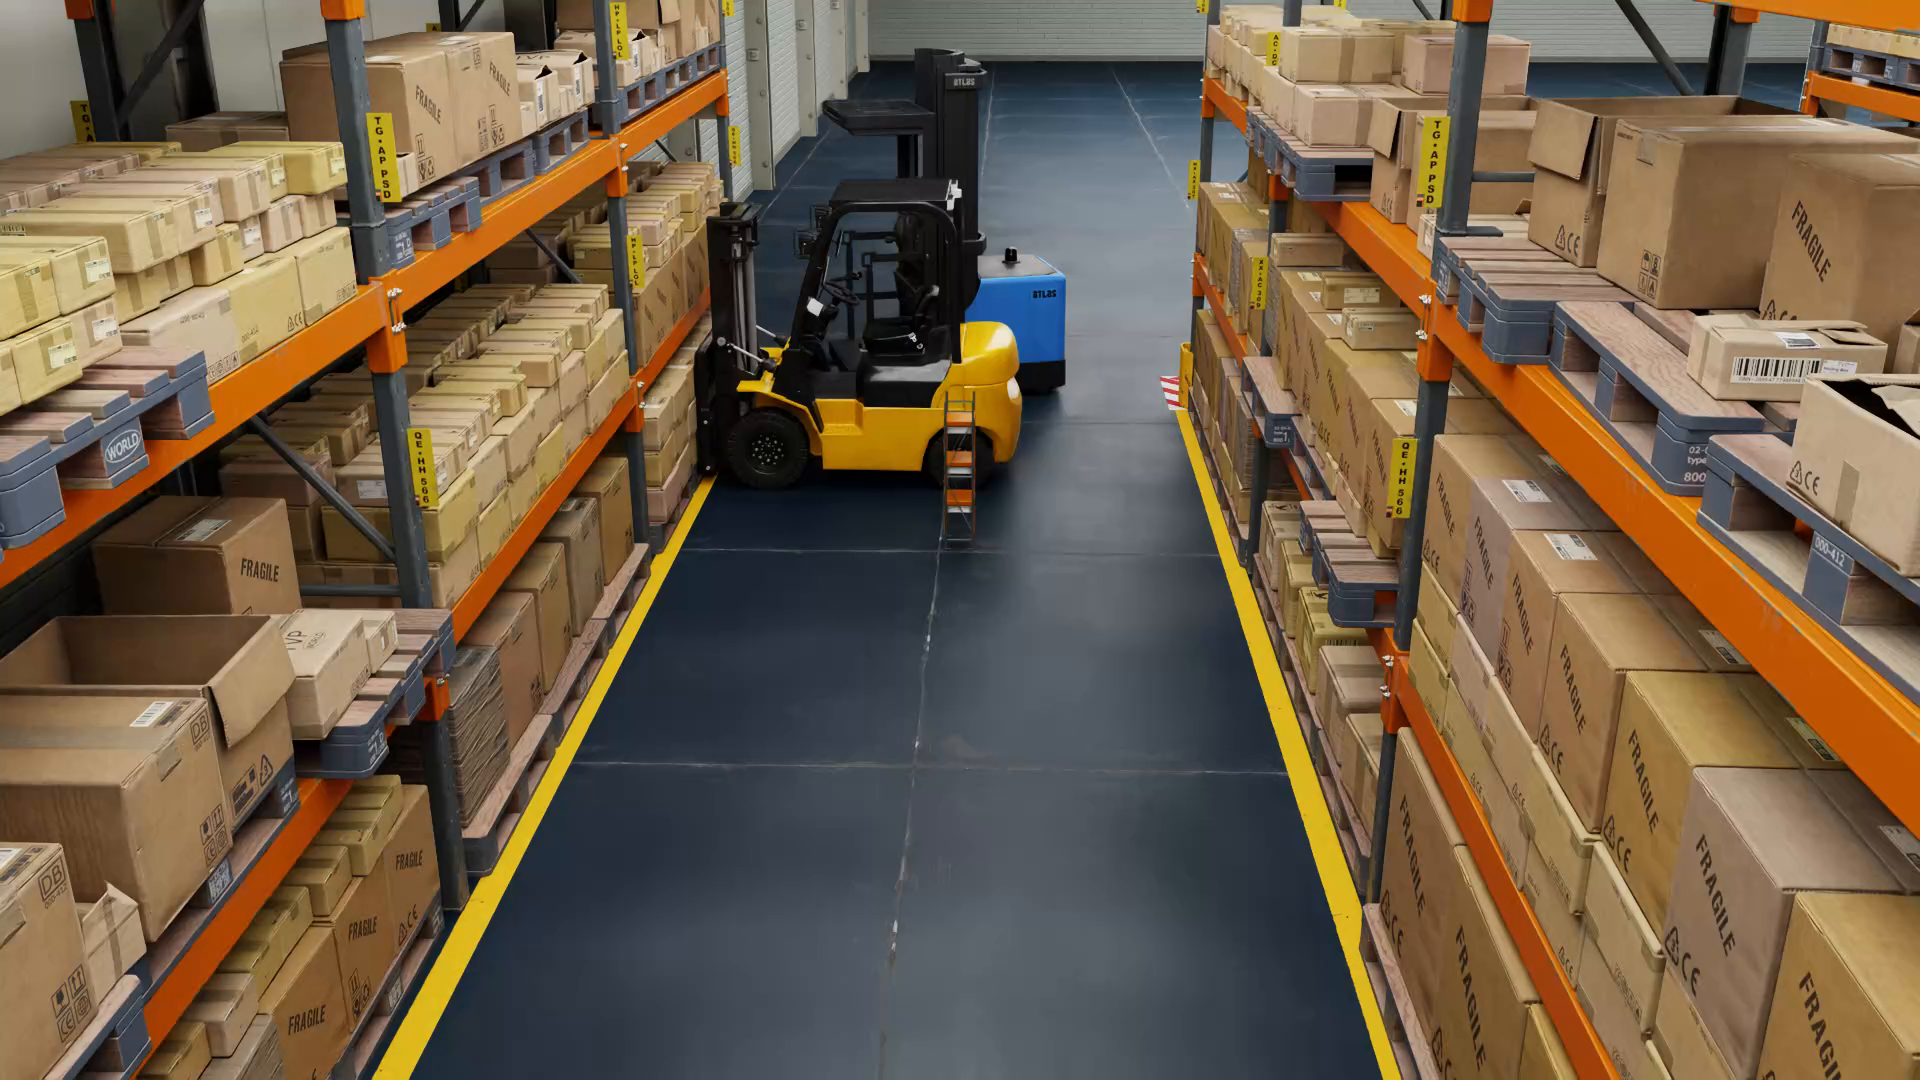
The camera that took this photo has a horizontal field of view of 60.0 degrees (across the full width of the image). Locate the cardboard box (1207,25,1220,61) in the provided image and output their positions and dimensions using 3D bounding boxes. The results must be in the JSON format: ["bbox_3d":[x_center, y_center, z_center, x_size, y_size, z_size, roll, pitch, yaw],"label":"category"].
[{"bbox_3d":[2.236,-3.915,13.122,0.500,0.250,0.500,0,21,1],"label":"cardboard box"}]

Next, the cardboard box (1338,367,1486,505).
[{"bbox_3d":[2.015,-0.470,7.463,0.500,0.500,0.500,0,21,1],"label":"cardboard box"}]

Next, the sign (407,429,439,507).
[{"bbox_3d":[-2.144,-0.288,6.633,0.100,0.325,0.005,1,21,2],"label":"sign"}]

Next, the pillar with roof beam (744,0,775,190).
[{"bbox_3d":[1.302,-9.526,23.641,9.100,9.000,0.400,1,21,2],"label":"pillar with roof beam"}]

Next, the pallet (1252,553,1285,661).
[{"bbox_3d":[2.374,0.401,10.203,1.003,0.211,1.213,1,21,2],"label":"pallet"}]

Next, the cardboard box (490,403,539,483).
[{"bbox_3d":[-2.379,-0.478,8.131,0.500,0.250,0.500,0,21,0],"label":"cardboard box"}]

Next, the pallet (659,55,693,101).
[{"bbox_3d":[-2.525,-3.340,11.965,1.003,0.211,1.213,1,21,2],"label":"pallet"}]

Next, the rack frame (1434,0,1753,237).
[{"bbox_3d":[2.274,-2.531,5.612,1.000,3.000,0.127,1,21,2],"label":"rack frame"}]

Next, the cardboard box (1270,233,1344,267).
[{"bbox_3d":[2.028,-1.698,9.731,0.380,0.149,0.250,1,21,1],"label":"cardboard box"}]

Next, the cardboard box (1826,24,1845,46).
[{"bbox_3d":[7.138,-4.012,13.204,0.380,0.149,0.250,1,21,2],"label":"cardboard box"}]

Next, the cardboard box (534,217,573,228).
[{"bbox_3d":[-2.869,-2.117,11.393,0.380,0.149,0.250,0,21,1],"label":"cardboard box"}]

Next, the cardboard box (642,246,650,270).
[{"bbox_3d":[-2.306,-1.883,11.201,0.380,0.149,0.250,1,21,2],"label":"cardboard box"}]

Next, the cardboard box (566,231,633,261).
[{"bbox_3d":[-2.359,-1.929,10.908,0.380,0.149,0.250,1,21,2],"label":"cardboard box"}]

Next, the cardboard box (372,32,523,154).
[{"bbox_3d":[-2.390,-2.102,7.796,0.500,0.500,0.500,1,21,3],"label":"cardboard box"}]

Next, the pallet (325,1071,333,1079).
[{"bbox_3d":[-2.787,2.222,5.510,1.003,0.211,1.213,1,21,2],"label":"pallet"}]

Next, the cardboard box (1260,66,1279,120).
[{"bbox_3d":[1.978,-2.498,9.300,0.500,0.250,0.500,0,21,0],"label":"cardboard box"}]

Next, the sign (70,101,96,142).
[{"bbox_3d":[-3.242,-1.473,6.207,0.100,0.325,0.005,1,21,2],"label":"sign"}]

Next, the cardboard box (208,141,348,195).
[{"bbox_3d":[-2.402,-1.313,5.864,0.380,0.149,0.250,1,21,3],"label":"cardboard box"}]

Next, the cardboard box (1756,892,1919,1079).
[{"bbox_3d":[1.915,1.035,3.194,0.500,0.500,0.500,1,21,3],"label":"cardboard box"}]

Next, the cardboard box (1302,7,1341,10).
[{"bbox_3d":[2.756,-4.061,12.948,0.380,0.149,0.250,1,21,3],"label":"cardboard box"}]

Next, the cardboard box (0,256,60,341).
[{"bbox_3d":[-2.391,-0.573,3.931,0.380,0.149,0.250,1,21,2],"label":"cardboard box"}]

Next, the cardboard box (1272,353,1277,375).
[{"bbox_3d":[2.064,-1.063,9.888,0.380,0.149,0.250,1,21,2],"label":"cardboard box"}]

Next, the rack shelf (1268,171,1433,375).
[{"bbox_3d":[2.335,-1.520,8.148,1.077,0.370,4.000,1,21,2],"label":"rack shelf"}]

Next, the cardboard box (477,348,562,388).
[{"bbox_3d":[-2.294,-0.898,8.661,0.380,0.149,0.250,0,21,0],"label":"cardboard box"}]

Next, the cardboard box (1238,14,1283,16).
[{"bbox_3d":[2.248,-3.792,12.253,0.380,0.149,0.250,1,21,1],"label":"cardboard box"}]

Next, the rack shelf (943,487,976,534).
[{"bbox_3d":[-0.002,-0.201,11.394,0.215,0.259,0.240,1,21,2],"label":"rack shelf"}]

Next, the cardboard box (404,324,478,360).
[{"bbox_3d":[-2.880,-1.089,9.154,0.380,0.149,0.250,1,21,2],"label":"cardboard box"}]

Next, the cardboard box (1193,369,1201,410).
[{"bbox_3d":[2.217,-1.252,13.829,0.500,0.250,0.500,0,21,1],"label":"cardboard box"}]

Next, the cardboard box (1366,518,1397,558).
[{"bbox_3d":[1.985,-0.032,7.231,0.380,0.149,0.250,1,21,2],"label":"cardboard box"}]

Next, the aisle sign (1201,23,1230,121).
[{"bbox_3d":[2.210,-3.864,13.748,0.394,0.787,0.004,1,21,2],"label":"aisle sign"}]

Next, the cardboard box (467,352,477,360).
[{"bbox_3d":[-2.889,-0.849,9.087,0.500,0.250,0.500,0,21,0],"label":"cardboard box"}]

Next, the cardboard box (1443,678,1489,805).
[{"bbox_3d":[2.010,0.696,5.796,0.500,0.250,0.500,0,21,0],"label":"cardboard box"}]

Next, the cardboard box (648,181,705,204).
[{"bbox_3d":[-2.180,-2.667,12.809,0.380,0.149,0.250,1,21,3],"label":"cardboard box"}]

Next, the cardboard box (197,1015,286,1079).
[{"bbox_3d":[-2.521,1.895,5.372,0.500,0.500,0.500,0,21,0],"label":"cardboard box"}]

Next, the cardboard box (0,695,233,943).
[{"bbox_3d":[-2.531,0.773,4.671,0.700,0.500,0.500,1,21,1],"label":"cardboard box"}]

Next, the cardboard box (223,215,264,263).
[{"bbox_3d":[-2.518,-0.983,5.424,0.380,0.149,0.250,1,21,3],"label":"cardboard box"}]

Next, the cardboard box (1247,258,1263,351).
[{"bbox_3d":[2.161,-1.529,10.774,0.500,0.500,0.500,0,21,0],"label":"cardboard box"}]

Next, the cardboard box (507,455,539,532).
[{"bbox_3d":[-2.400,-0.243,8.217,0.500,0.250,0.500,0,21,0],"label":"cardboard box"}]

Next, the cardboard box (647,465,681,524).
[{"bbox_3d":[-2.220,-0.319,11.425,0.500,0.250,0.500,1,21,2],"label":"cardboard box"}]

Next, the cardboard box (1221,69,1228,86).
[{"bbox_3d":[2.222,-3.600,12.862,0.380,0.149,0.250,1,21,3],"label":"cardboard box"}]

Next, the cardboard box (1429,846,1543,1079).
[{"bbox_3d":[2.139,1.632,5.533,0.875,0.875,0.875,1,21,2],"label":"cardboard box"}]

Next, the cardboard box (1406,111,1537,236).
[{"bbox_3d":[2.313,-1.522,7.019,0.700,0.500,0.500,1,21,2],"label":"cardboard box"}]

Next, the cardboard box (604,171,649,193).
[{"bbox_3d":[-2.703,-2.859,13.304,0.380,0.149,0.250,1,21,3],"label":"cardboard box"}]

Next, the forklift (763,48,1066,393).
[{"bbox_3d":[-0.628,-2.731,14.516,3.031,2.935,1.130,-5,22,-13],"label":"forklift"}]

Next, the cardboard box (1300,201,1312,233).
[{"bbox_3d":[2.664,-2.173,11.051,0.700,0.500,0.500,1,21,2],"label":"cardboard box"}]

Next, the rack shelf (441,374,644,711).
[{"bbox_3d":[-2.626,-0.175,8.828,1.077,0.370,4.000,1,21,2],"label":"rack shelf"}]

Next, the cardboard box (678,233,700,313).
[{"bbox_3d":[-2.241,-1.991,12.376,0.500,0.500,0.500,1,21,2],"label":"cardboard box"}]

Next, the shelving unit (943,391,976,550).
[{"bbox_3d":[-0.002,-0.470,11.289,0.215,1.050,0.252,1,21,2],"label":"shelving unit"}]

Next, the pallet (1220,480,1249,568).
[{"bbox_3d":[2.381,-0.124,11.556,1.003,0.211,1.213,1,21,2],"label":"pallet"}]

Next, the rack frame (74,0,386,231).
[{"bbox_3d":[-2.687,-2.584,5.749,1.000,3.000,0.127,1,21,2],"label":"rack frame"}]

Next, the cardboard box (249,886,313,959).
[{"bbox_3d":[-2.532,1.350,5.882,0.380,0.149,0.250,1,21,3],"label":"cardboard box"}]

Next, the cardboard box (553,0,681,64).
[{"bbox_3d":[-2.401,-3.626,11.719,0.797,0.503,0.637,1,21,3],"label":"cardboard box"}]

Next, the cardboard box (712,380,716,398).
[{"bbox_3d":[-2.167,-1.279,13.209,0.500,0.250,0.500,0,21,0],"label":"cardboard box"}]

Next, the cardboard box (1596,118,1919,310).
[{"bbox_3d":[2.434,-1.015,5.133,0.700,0.500,0.500,0,21,-1],"label":"cardboard box"}]

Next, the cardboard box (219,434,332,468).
[{"bbox_3d":[-2.983,-0.352,7.255,0.380,0.149,0.250,1,21,3],"label":"cardboard box"}]
